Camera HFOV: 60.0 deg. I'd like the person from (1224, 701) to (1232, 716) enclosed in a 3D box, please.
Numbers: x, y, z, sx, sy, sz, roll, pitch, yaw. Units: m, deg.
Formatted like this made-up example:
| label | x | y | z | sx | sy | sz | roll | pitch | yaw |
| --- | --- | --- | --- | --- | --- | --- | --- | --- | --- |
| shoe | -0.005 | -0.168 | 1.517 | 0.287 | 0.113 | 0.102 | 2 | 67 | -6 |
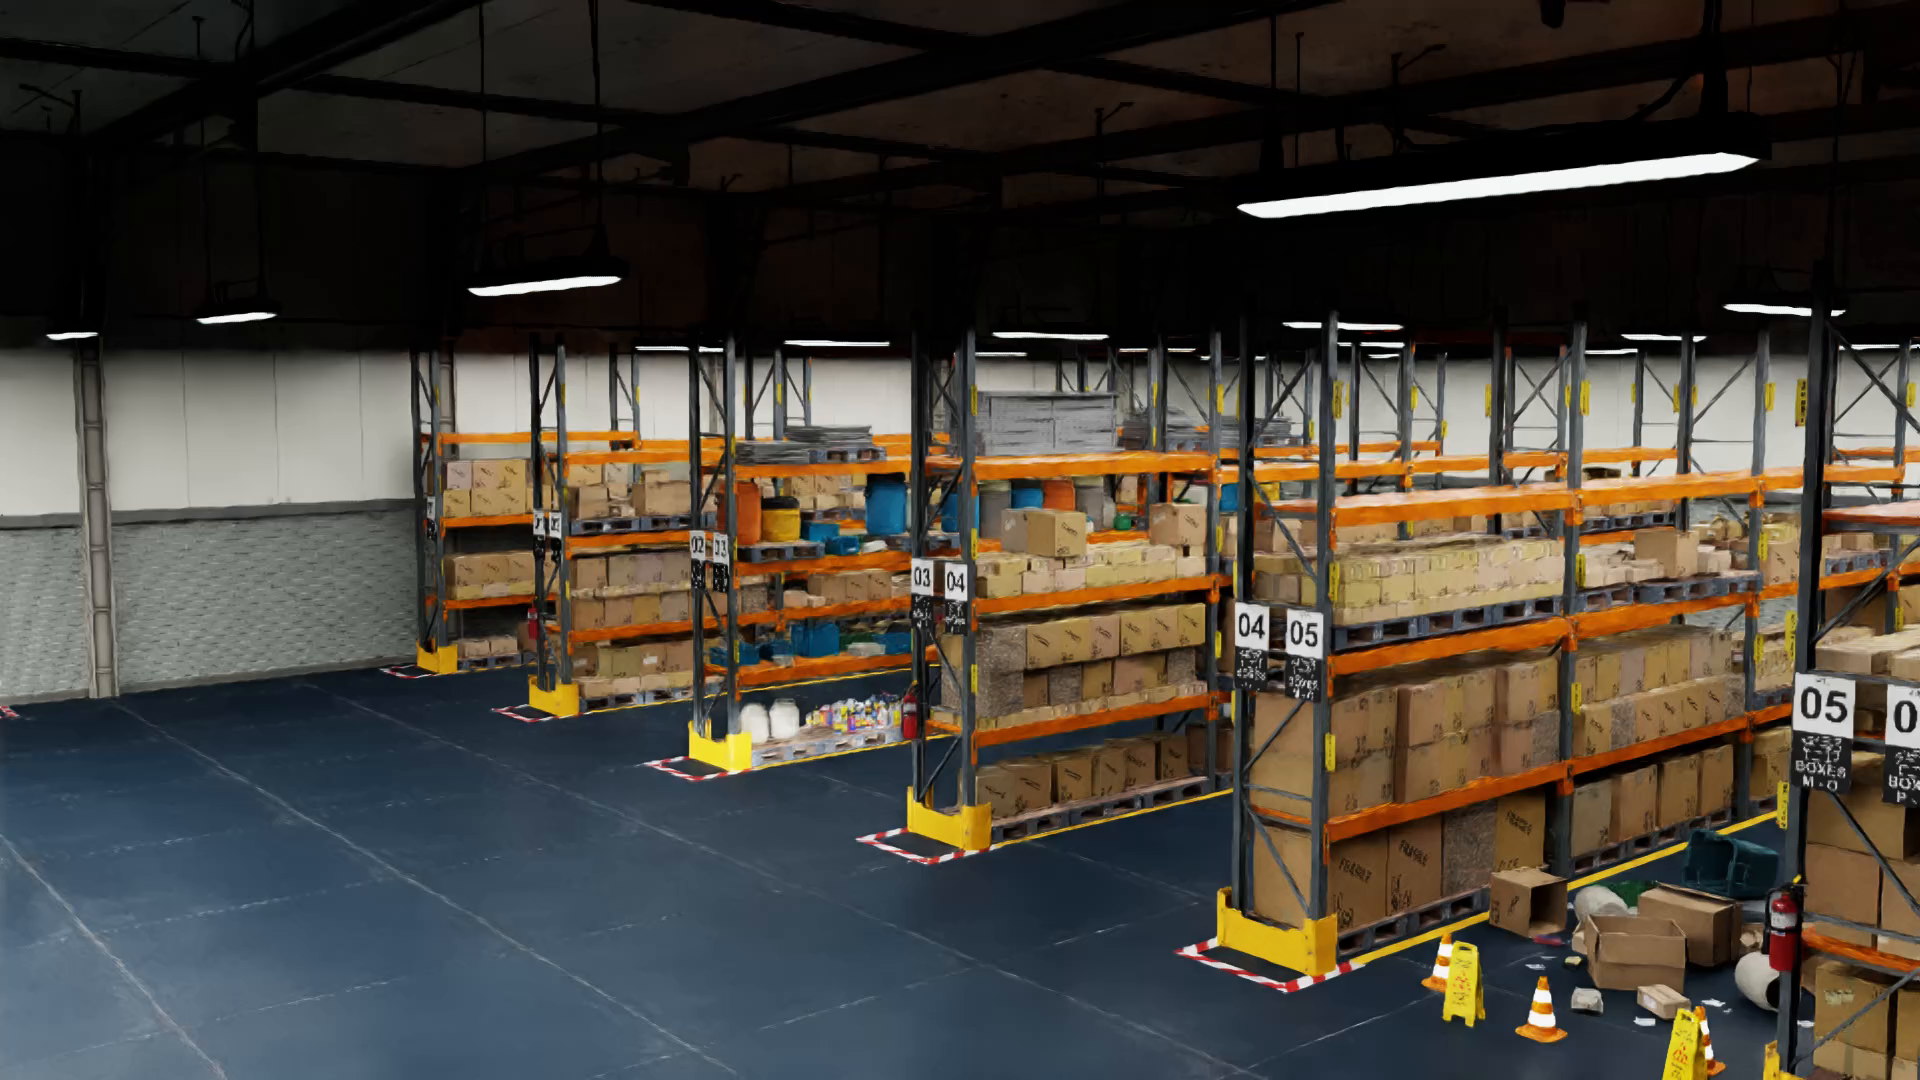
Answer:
| label | x | y | z | sx | sy | sz | roll | pitch | yaw |
| --- | --- | --- | --- | --- | --- | --- | --- | --- | --- |
| person | 4.103 | 1.961 | 24.875 | 0.691 | 1.773 | 0.647 | -1 | 5 | -15 |
